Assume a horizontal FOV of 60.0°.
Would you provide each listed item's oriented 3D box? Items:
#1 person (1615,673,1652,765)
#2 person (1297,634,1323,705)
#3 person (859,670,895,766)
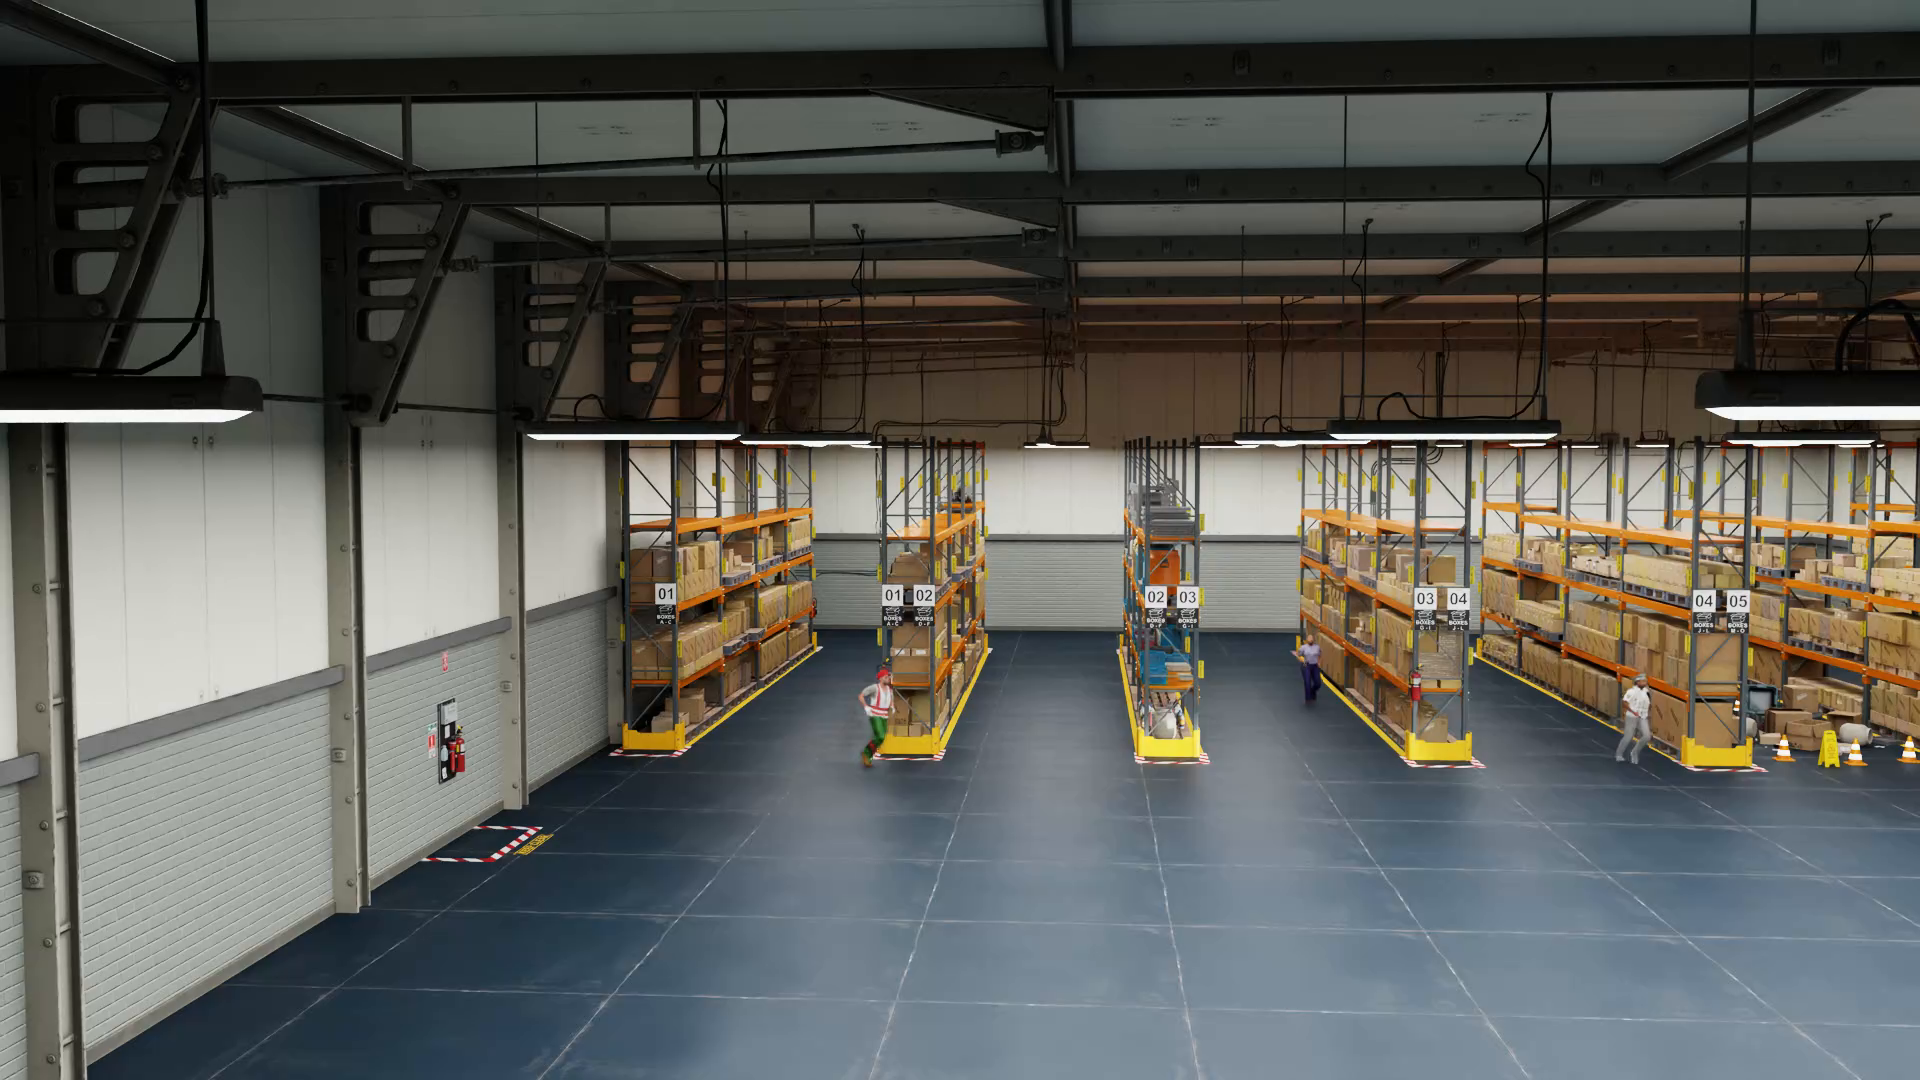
[{"bbox_3d":[12.433,3.270,30.488,0.642,1.672,0.632,-1,3,-12],"label":"person"},{"bbox_3d":[7.918,2.914,37.551,0.602,1.598,0.568,0,3,0],"label":"person"},{"bbox_3d":[-1.440,3.230,30.205,0.583,1.737,0.698,3,4,39],"label":"person"}]
